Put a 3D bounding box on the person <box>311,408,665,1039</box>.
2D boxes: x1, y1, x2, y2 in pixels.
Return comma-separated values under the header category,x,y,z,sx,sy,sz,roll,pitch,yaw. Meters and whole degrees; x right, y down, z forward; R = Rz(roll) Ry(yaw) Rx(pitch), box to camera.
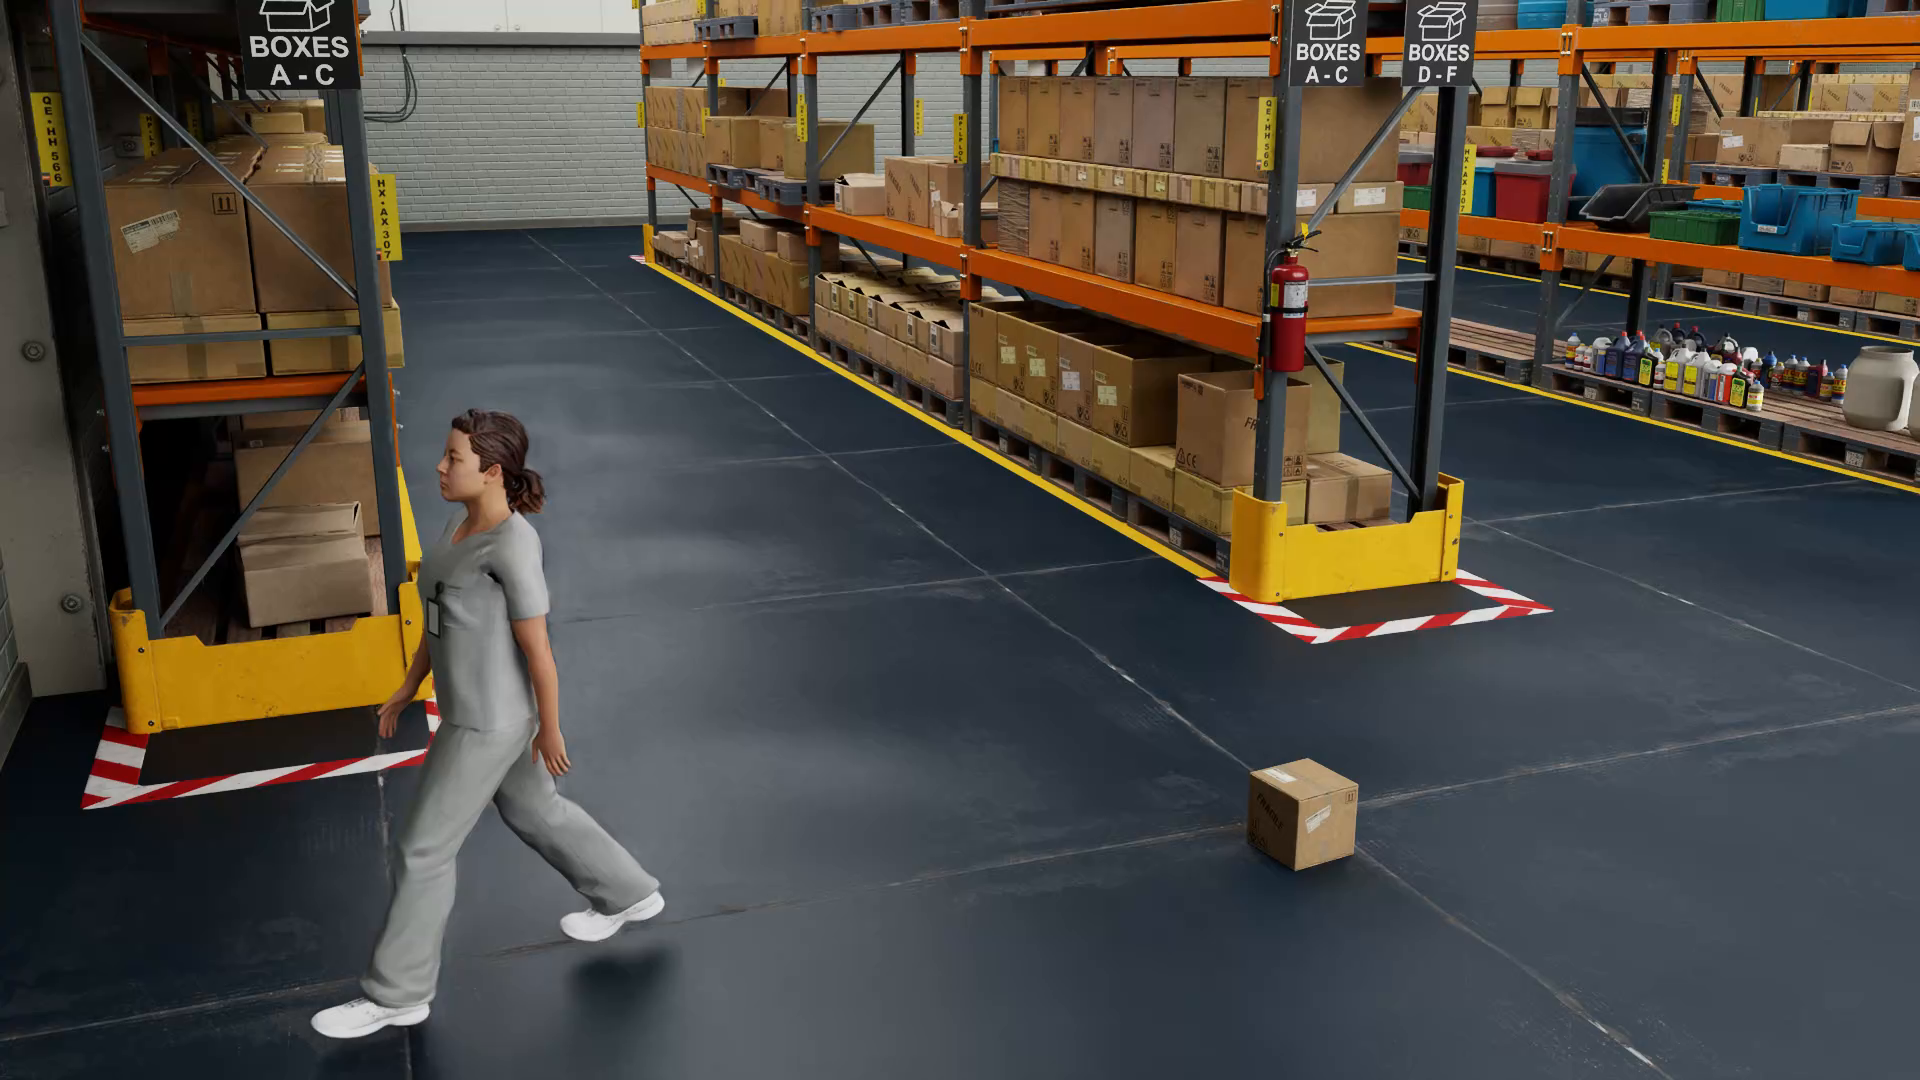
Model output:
category,x,y,z,sx,sy,sz,roll,pitch,yaw
person,-1.287,0.453,4.424,1.005,1.621,0.440,-8,18,-27
